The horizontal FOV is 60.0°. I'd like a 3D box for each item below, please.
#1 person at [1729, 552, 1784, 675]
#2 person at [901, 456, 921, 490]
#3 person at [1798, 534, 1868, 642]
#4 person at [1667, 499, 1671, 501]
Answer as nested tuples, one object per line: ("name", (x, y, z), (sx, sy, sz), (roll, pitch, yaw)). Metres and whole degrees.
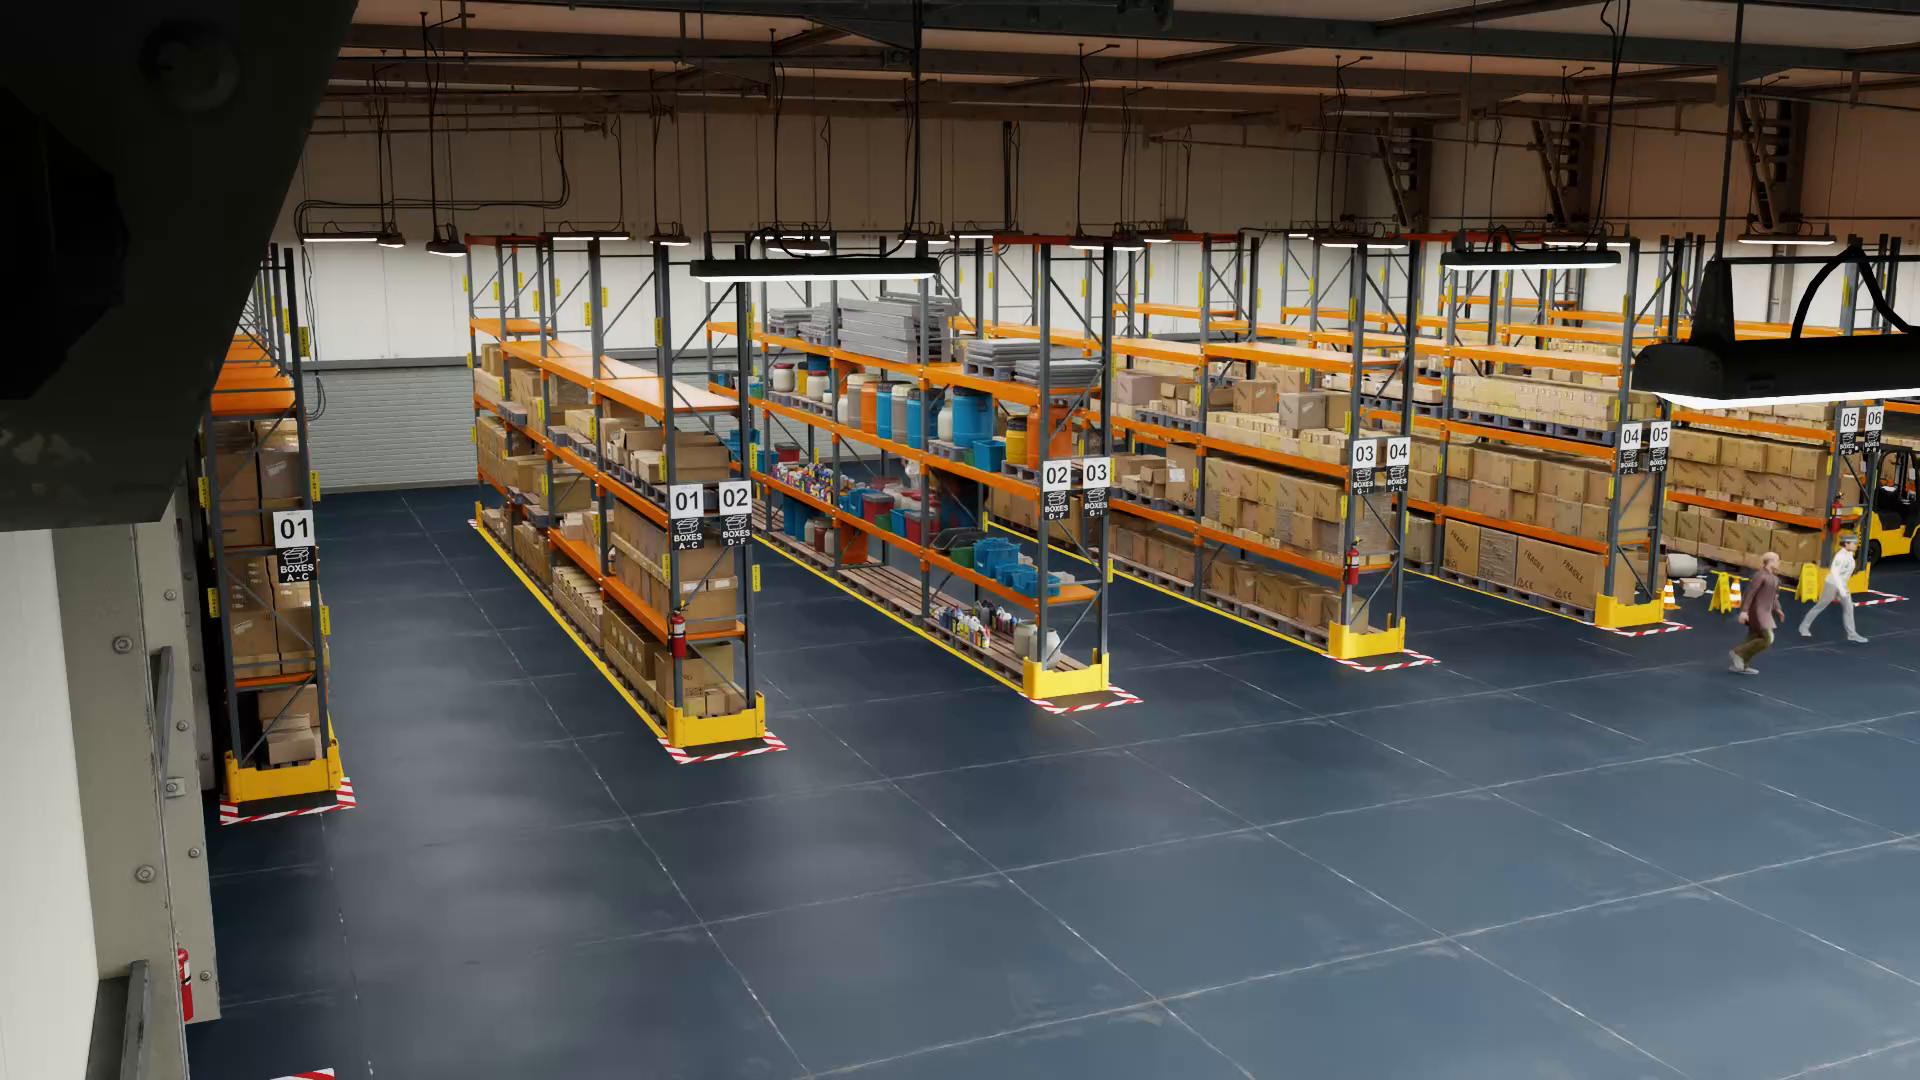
("person", (11.166, 1.024, 23.264), (0.617, 1.755, 0.696), (8, 13, 35))
("person", (-0.965, -1.466, 36.211), (0.697, 1.735, 0.667), (-8, 13, -34))
("person", (13.220, 0.697, 25.037), (0.957, 1.611, 0.594), (10, 15, 43))
("person", (14.406, -0.974, 33.709), (0.658, 1.720, 0.775), (-7, 13, -31))
